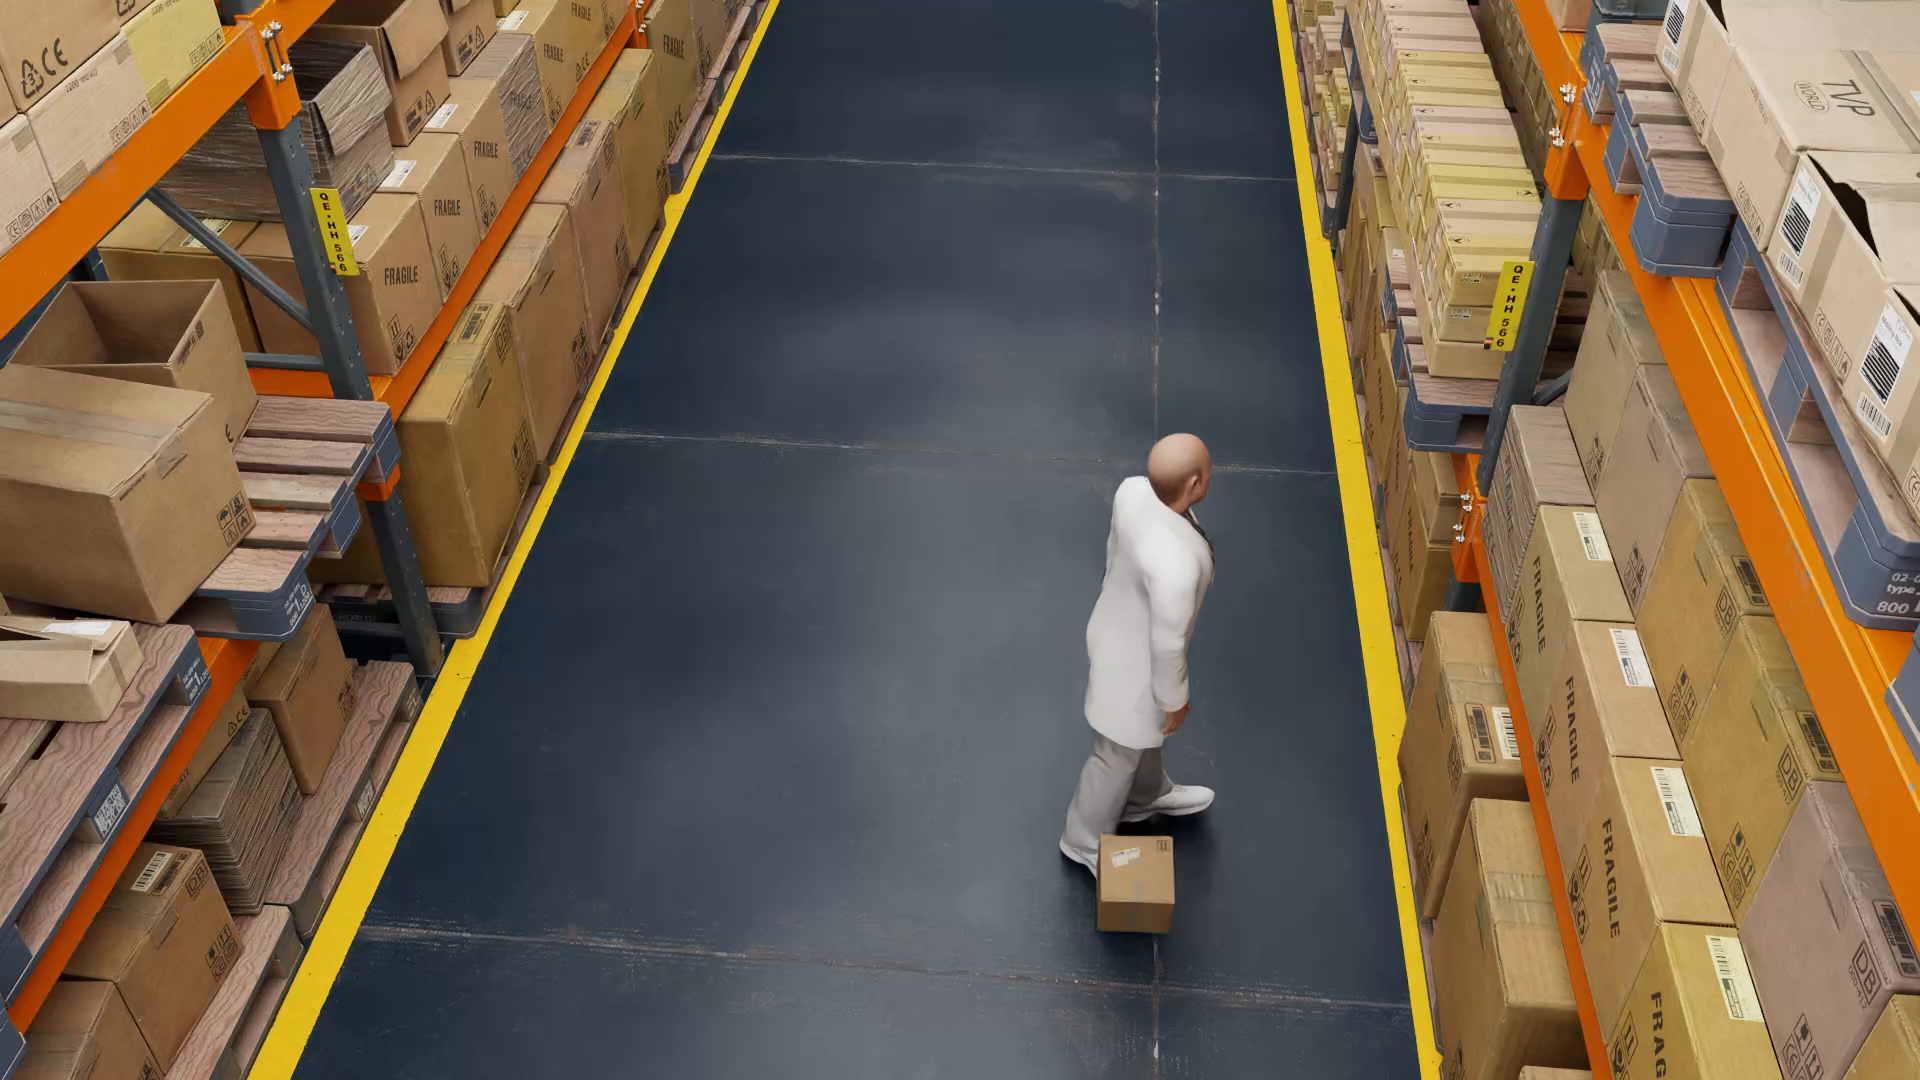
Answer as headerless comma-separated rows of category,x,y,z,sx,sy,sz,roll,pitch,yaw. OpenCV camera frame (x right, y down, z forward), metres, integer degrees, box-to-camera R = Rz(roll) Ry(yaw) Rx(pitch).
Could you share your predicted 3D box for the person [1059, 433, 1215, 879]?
person,0.654,0.383,5.673,0.610,1.777,0.683,-7,40,-8
